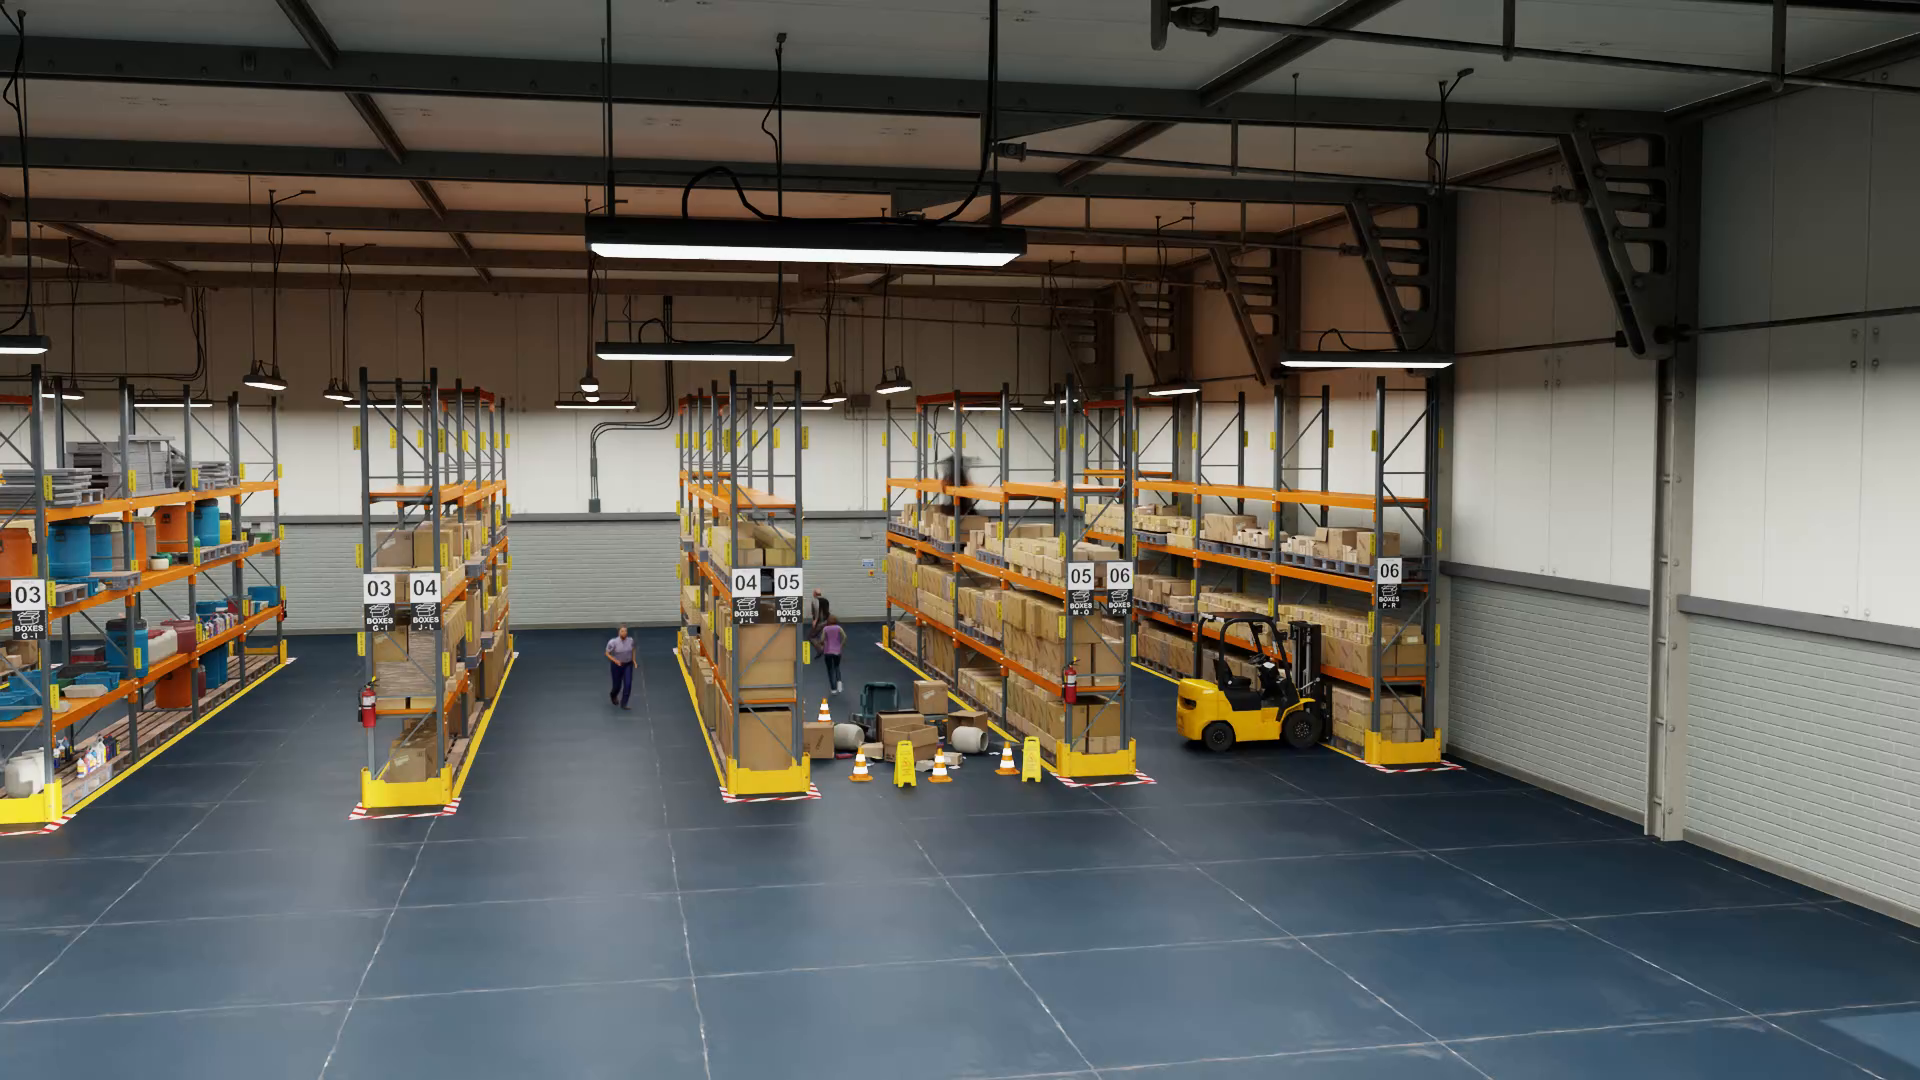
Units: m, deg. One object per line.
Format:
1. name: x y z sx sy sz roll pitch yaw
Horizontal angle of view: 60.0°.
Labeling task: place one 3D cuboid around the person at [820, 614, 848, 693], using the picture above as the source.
1. person: -2.527 2.243 32.969 0.525 1.562 0.619 -1 4 -15

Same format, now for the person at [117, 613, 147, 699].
1. person: -16.206 2.281 32.314 0.716 1.592 0.889 -2 4 -31

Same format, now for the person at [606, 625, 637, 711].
1. person: -6.335 2.378 31.052 0.604 1.585 0.716 -2 4 -25

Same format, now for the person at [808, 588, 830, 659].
1. person: -3.191 1.923 38.011 0.897 1.612 0.656 3 5 42
